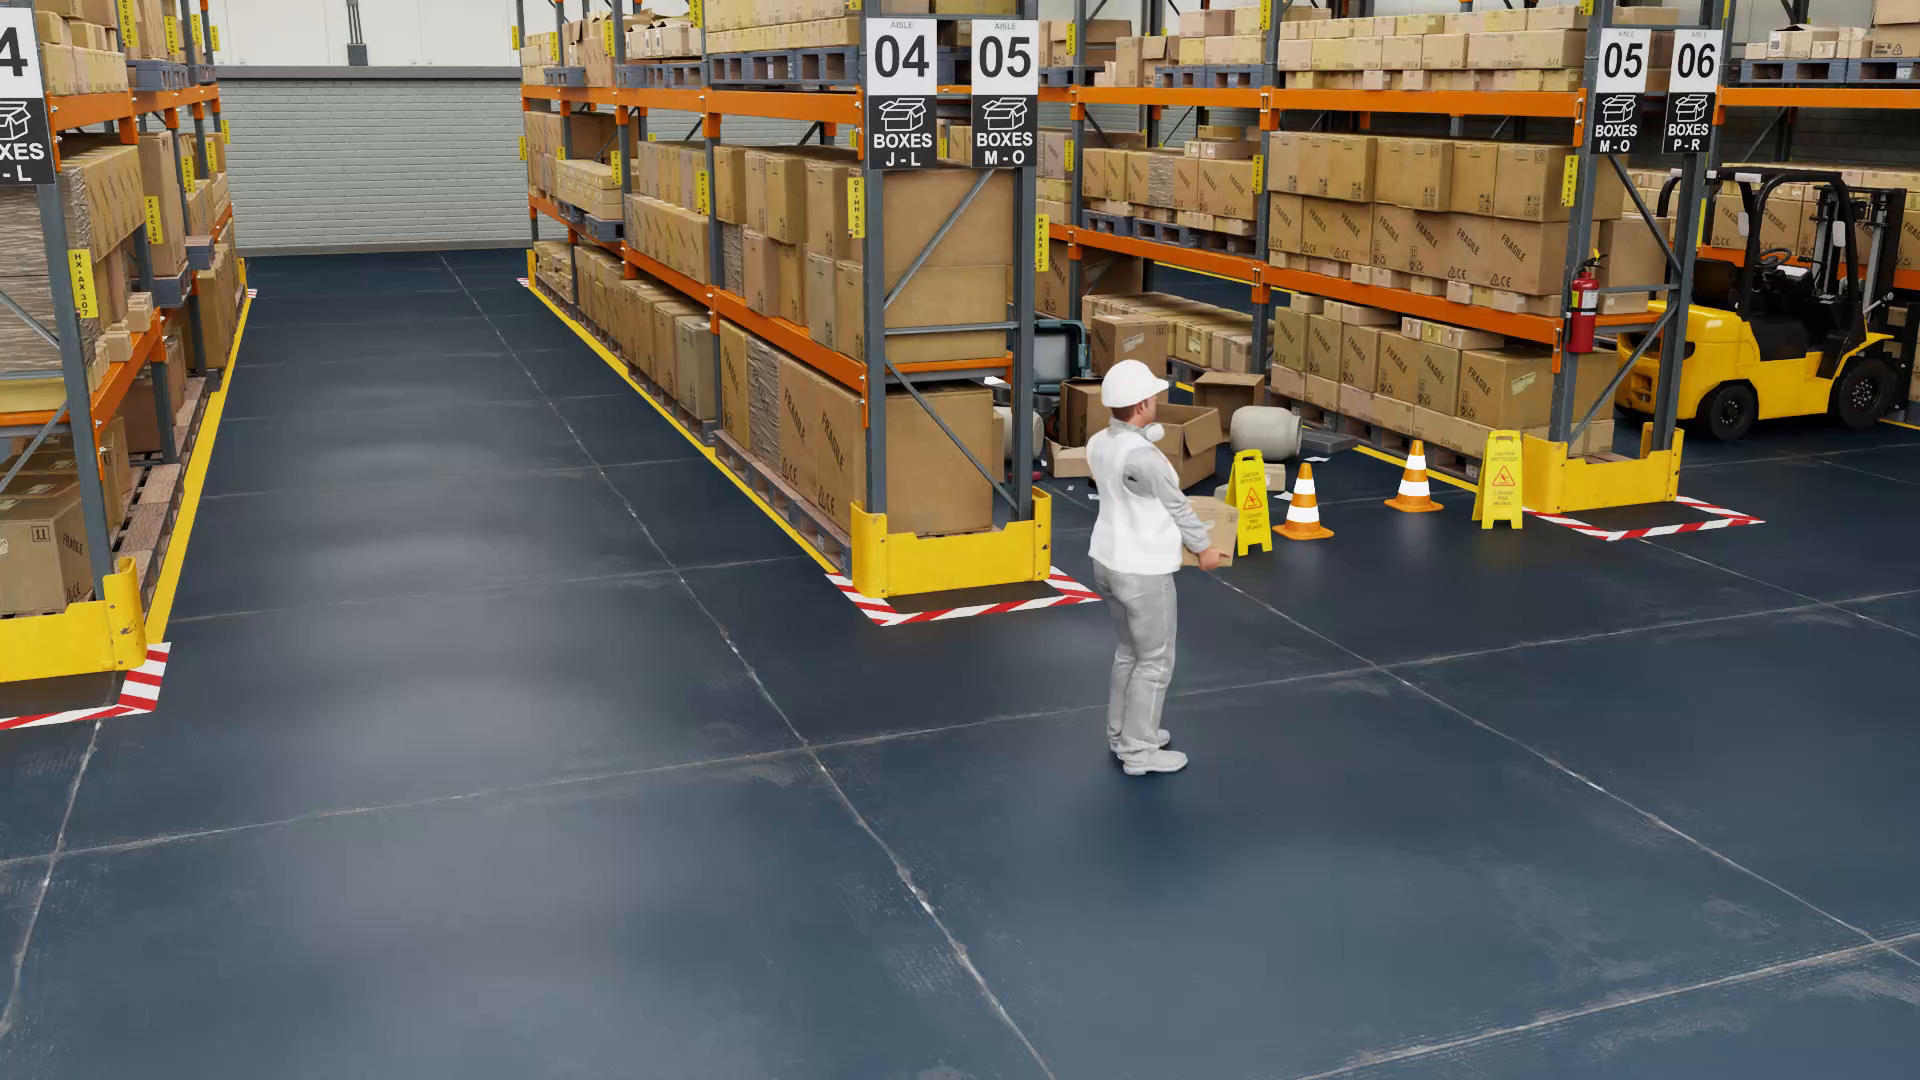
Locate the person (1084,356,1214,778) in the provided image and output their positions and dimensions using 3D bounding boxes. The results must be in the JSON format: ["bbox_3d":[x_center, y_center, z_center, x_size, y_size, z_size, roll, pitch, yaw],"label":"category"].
[{"bbox_3d":[0.797,0.098,7.107,0.513,1.779,0.536,-6,17,-21],"label":"person"}]
